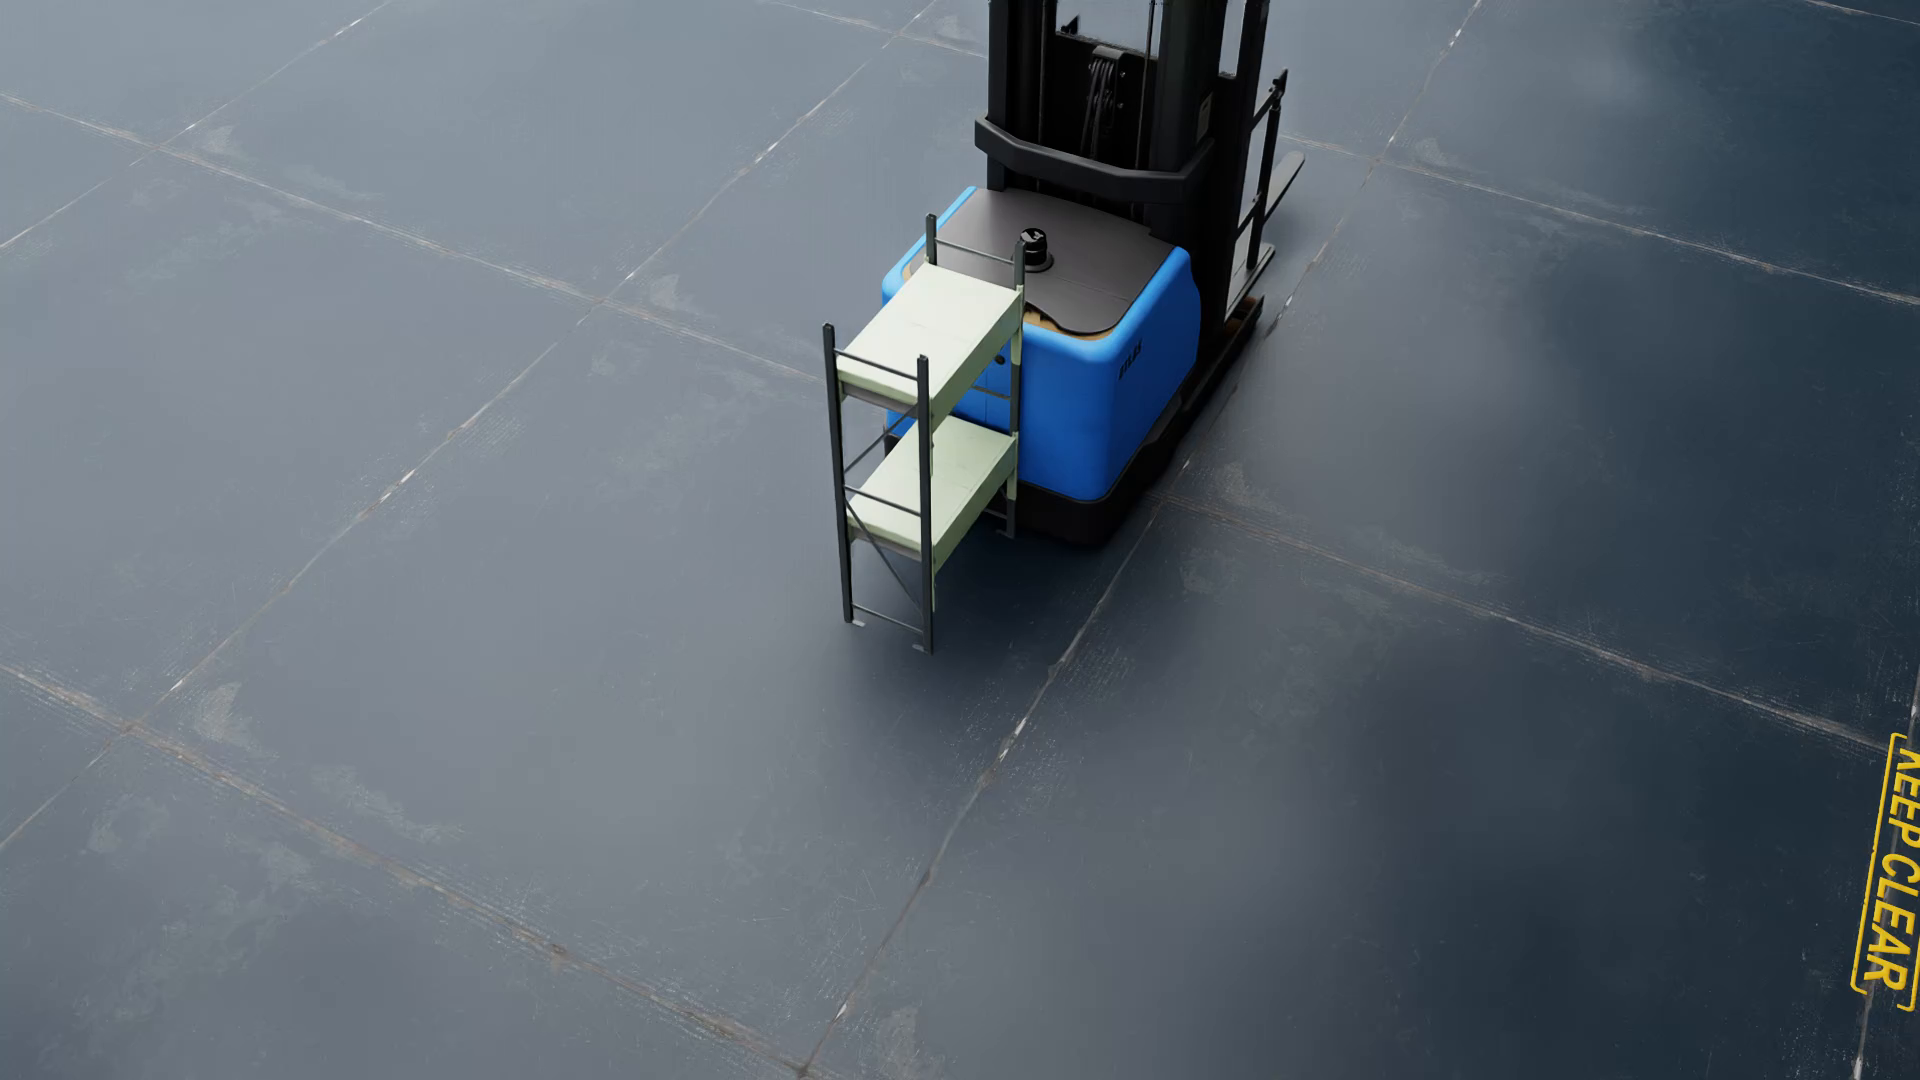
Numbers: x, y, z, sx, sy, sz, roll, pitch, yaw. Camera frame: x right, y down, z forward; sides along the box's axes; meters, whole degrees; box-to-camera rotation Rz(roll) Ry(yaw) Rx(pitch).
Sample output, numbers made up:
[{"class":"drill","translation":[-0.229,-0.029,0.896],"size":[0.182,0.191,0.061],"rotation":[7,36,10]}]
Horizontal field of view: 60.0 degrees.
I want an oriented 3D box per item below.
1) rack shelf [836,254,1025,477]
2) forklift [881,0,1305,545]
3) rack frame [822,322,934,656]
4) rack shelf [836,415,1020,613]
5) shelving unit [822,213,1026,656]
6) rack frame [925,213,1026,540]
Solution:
[{"class":"rack shelf","translation":[-0.115,-0.646,6.065],"size":[0.431,0.370,0.720],"rotation":[21,49,19]},{"class":"forklift","translation":[0.806,-2.059,7.004],"size":[1.130,2.935,3.031],"rotation":[21,49,19]},{"class":"rack frame","translation":[-0.286,-0.141,6.115],"size":[0.400,1.500,0.023],"rotation":[21,49,19]},{"class":"rack shelf","translation":[-0.115,-0.142,6.574],"size":[0.431,0.370,0.720],"rotation":[21,49,19]},{"class":"shelving unit","translation":[-0.115,-0.371,6.342],"size":[0.431,1.500,0.755],"rotation":[21,49,19]},{"class":"rack frame","translation":[0.055,-0.602,6.570],"size":[0.400,1.500,0.023],"rotation":[21,49,19]}]
